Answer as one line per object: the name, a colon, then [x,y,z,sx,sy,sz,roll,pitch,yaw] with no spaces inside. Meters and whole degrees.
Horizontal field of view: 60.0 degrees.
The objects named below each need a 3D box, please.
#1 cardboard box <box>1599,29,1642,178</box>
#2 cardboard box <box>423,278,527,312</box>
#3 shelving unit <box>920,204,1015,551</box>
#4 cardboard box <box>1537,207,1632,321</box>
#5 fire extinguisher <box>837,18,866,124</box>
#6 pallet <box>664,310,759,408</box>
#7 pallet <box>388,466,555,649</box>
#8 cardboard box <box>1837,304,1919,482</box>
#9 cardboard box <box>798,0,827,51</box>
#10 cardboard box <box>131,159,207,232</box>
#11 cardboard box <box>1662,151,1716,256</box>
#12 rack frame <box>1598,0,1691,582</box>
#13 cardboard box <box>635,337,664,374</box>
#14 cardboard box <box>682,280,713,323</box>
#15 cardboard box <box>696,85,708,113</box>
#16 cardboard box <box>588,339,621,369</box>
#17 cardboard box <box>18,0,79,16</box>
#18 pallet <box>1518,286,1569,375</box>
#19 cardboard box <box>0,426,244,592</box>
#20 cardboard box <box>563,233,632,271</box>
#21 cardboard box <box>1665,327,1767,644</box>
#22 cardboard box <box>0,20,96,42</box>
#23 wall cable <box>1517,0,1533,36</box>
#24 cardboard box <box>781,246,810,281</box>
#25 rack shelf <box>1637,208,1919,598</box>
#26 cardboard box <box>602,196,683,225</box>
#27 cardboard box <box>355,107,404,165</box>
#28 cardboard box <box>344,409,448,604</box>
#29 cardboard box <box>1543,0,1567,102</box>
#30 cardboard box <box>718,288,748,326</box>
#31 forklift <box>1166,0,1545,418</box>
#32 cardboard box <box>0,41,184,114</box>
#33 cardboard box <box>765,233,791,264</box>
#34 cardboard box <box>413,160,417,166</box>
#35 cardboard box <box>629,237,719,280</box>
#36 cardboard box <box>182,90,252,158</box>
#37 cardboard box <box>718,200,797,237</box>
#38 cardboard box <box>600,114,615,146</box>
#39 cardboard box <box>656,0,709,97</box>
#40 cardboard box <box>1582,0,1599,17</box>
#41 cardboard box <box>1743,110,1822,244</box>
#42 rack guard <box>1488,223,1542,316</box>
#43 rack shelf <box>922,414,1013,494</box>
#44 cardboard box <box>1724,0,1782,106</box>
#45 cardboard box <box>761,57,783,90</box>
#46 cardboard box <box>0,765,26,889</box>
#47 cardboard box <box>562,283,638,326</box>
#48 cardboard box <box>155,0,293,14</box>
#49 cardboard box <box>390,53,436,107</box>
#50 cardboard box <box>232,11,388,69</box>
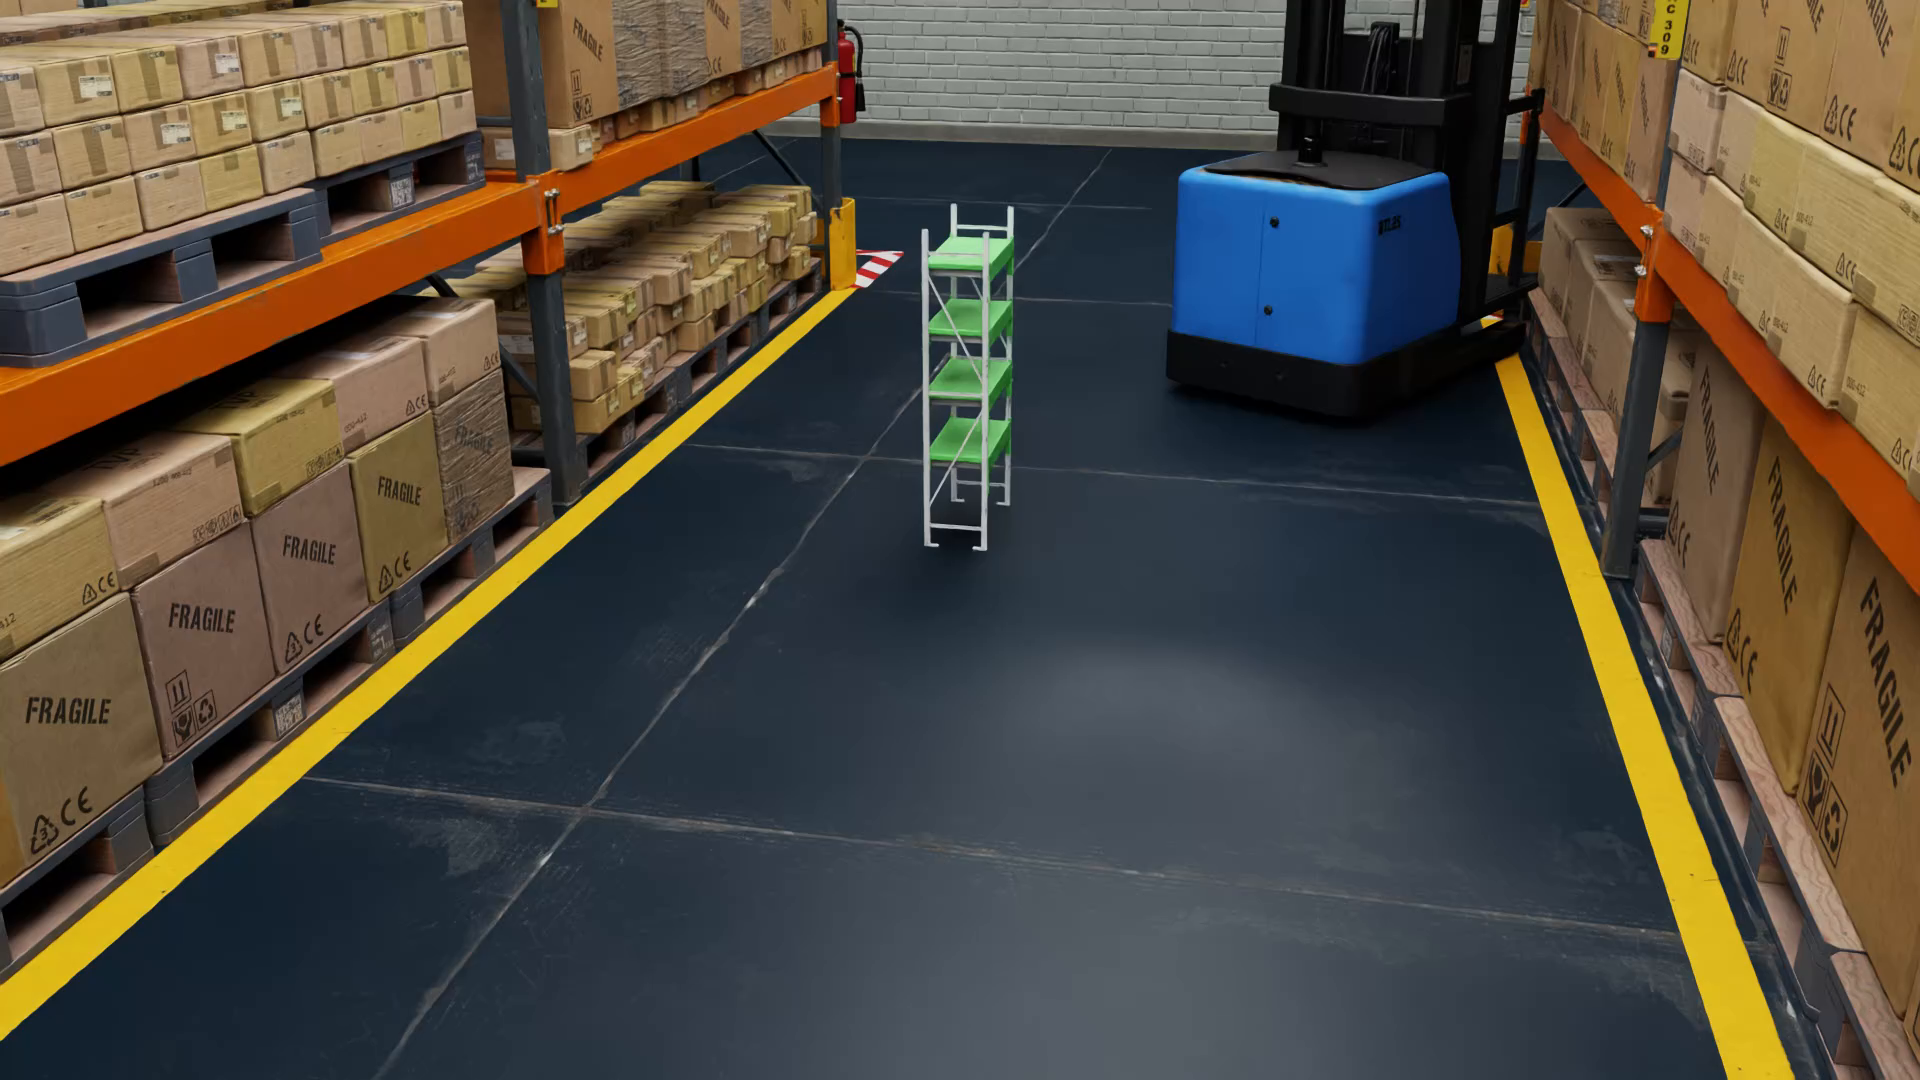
cardboard box: [2.769,-1.659,6.324,0.500,0.500,0.500,4,22,10]
cardboard box: [-2.166,-1.062,7.433,0.380,0.149,0.250,4,22,10]
shelving unit: [0.034,-0.617,6.280,0.258,1.200,0.503,4,22,11]
cardboard box: [3.605,-1.455,8.820,0.875,0.438,0.875,4,22,9]
fire extinguisher: [-0.722,-2.887,10.108,0.296,0.674,0.183,4,22,11]
pallet: [-1.692,-0.978,8.499,1.003,0.211,1.213,4,22,11]
pallet: [-2.199,0.003,6.064,1.003,0.211,1.213,4,22,11]
cardboard box: [2.066,-0.278,3.230,0.500,0.250,0.500,4,22,10]
cardboard box: [-1.065,-3.039,9.352,0.500,0.500,0.500,5,22,12]
cardboard box: [-2.245,-0.919,4.395,0.380,0.149,0.250,4,22,9]
cardboard box: [2.477,-1.025,5.084,0.500,0.250,0.500,4,22,10]
rack frame: [2.825,-1.235,5.405,1.000,3.000,0.127,4,22,11]
cardboard box: [-1.595,-0.845,7.692,0.380,0.149,0.250,4,22,10]
cardboard box: [-1.425,-1.170,8.100,0.380,0.149,0.250,4,22,11]
cardboard box: [-1.433,-2.125,7.950,0.380,0.149,0.250,5,23,13]
cardboard box: [-1.690,-0.793,7.164,0.380,0.149,0.250,5,22,11]
cardboard box: [-5.899,-3.324,10.395,0.500,0.250,0.500,4,22,10]
pallet: [3.555,-1.106,8.818,1.003,0.211,1.213,4,22,11]
cardboard box: [-2.263,-0.095,4.354,0.500,0.250,0.500,5,22,11]
cardboard box: [-1.871,-1.439,8.369,0.380,0.149,0.250,5,22,11]
cardboard box: [2.777,-0.212,5.146,0.875,0.875,0.875,5,23,13]
cardboard box: [-2.783,-1.440,4.892,0.380,0.149,0.250,4,22,10]
wall cable: [4.769,-5.248,13.967,0.585,1.953,0.123,4,22,11]
cardboard box: [-1.081,-1.601,9.567,0.380,0.149,0.250,5,23,13]
rack shelf: [2.417,-0.170,3.724,1.077,0.370,4.000,4,22,11]
cardboard box: [-1.780,-1.829,9.337,0.380,0.149,0.250,4,22,11]
cardboard box: [-2.033,-1.307,5.359,0.380,0.149,0.250,4,22,11]
cardboard box: [-2.051,-0.133,5.453,0.500,0.500,0.500,4,22,10]
cardboard box: [3.187,-2.404,8.173,0.500,0.500,0.500,4,22,10]
cardboard box: [-1.323,-1.223,8.629,0.380,0.149,0.250,5,22,12]
forklift: [2.344,-2.395,8.378,1.130,2.935,3.031,18,28,37]
cardboard box: [-2.252,-1.193,4.278,0.380,0.149,0.250,4,22,10]
cardboard box: [-1.157,-1.644,9.276,0.380,0.149,0.250,4,22,9]
cardboard box: [-2.212,-1.581,6.601,0.380,0.149,0.250,4,22,10]
cardboard box: [-1.424,-1.404,8.281,0.380,0.149,0.250,5,22,11]
cardboard box: [-2.194,-1.149,4.567,0.380,0.149,0.250,5,22,11]
cardboard box: [-1.121,-1.782,9.221,0.380,0.149,0.250,4,22,10]
cardboard box: [-1.680,-1.739,6.993,0.380,0.149,0.250,3,22,9]
cardboard box: [-1.461,-2.285,7.479,0.500,0.500,0.500,4,22,10]
cardboard box: [2.968,-2.494,7.058,0.500,0.500,0.500,5,22,11]
cardboard box: [2.252,-0.883,4.062,0.500,0.250,0.500,5,22,12]
rack guard: [3.647,-1.547,9.526,1.175,0.500,0.348,4,22,11]
rack shelf: [0.034,-0.335,6.393,0.258,0.148,0.480,4,22,11]
cardboard box: [2.377,-1.418,4.387,0.500,0.500,0.500,4,22,11]
cardboard box: [-1.168,-2.505,8.895,0.380,0.149,0.250,5,22,12]
cardboard box: [-2.463,0.613,3.601,0.500,0.500,0.500,4,22,9]
cardboard box: [-1.650,-1.027,7.345,0.380,0.149,0.250,4,22,10]
cardboard box: [-2.572,-1.821,5.837,0.380,0.149,0.250,6,23,14]
cardboard box: [-1.982,-1.535,5.525,0.380,0.149,0.250,5,22,11]
cardboard box: [-2.041,-1.575,5.228,0.380,0.149,0.250,4,22,9]
